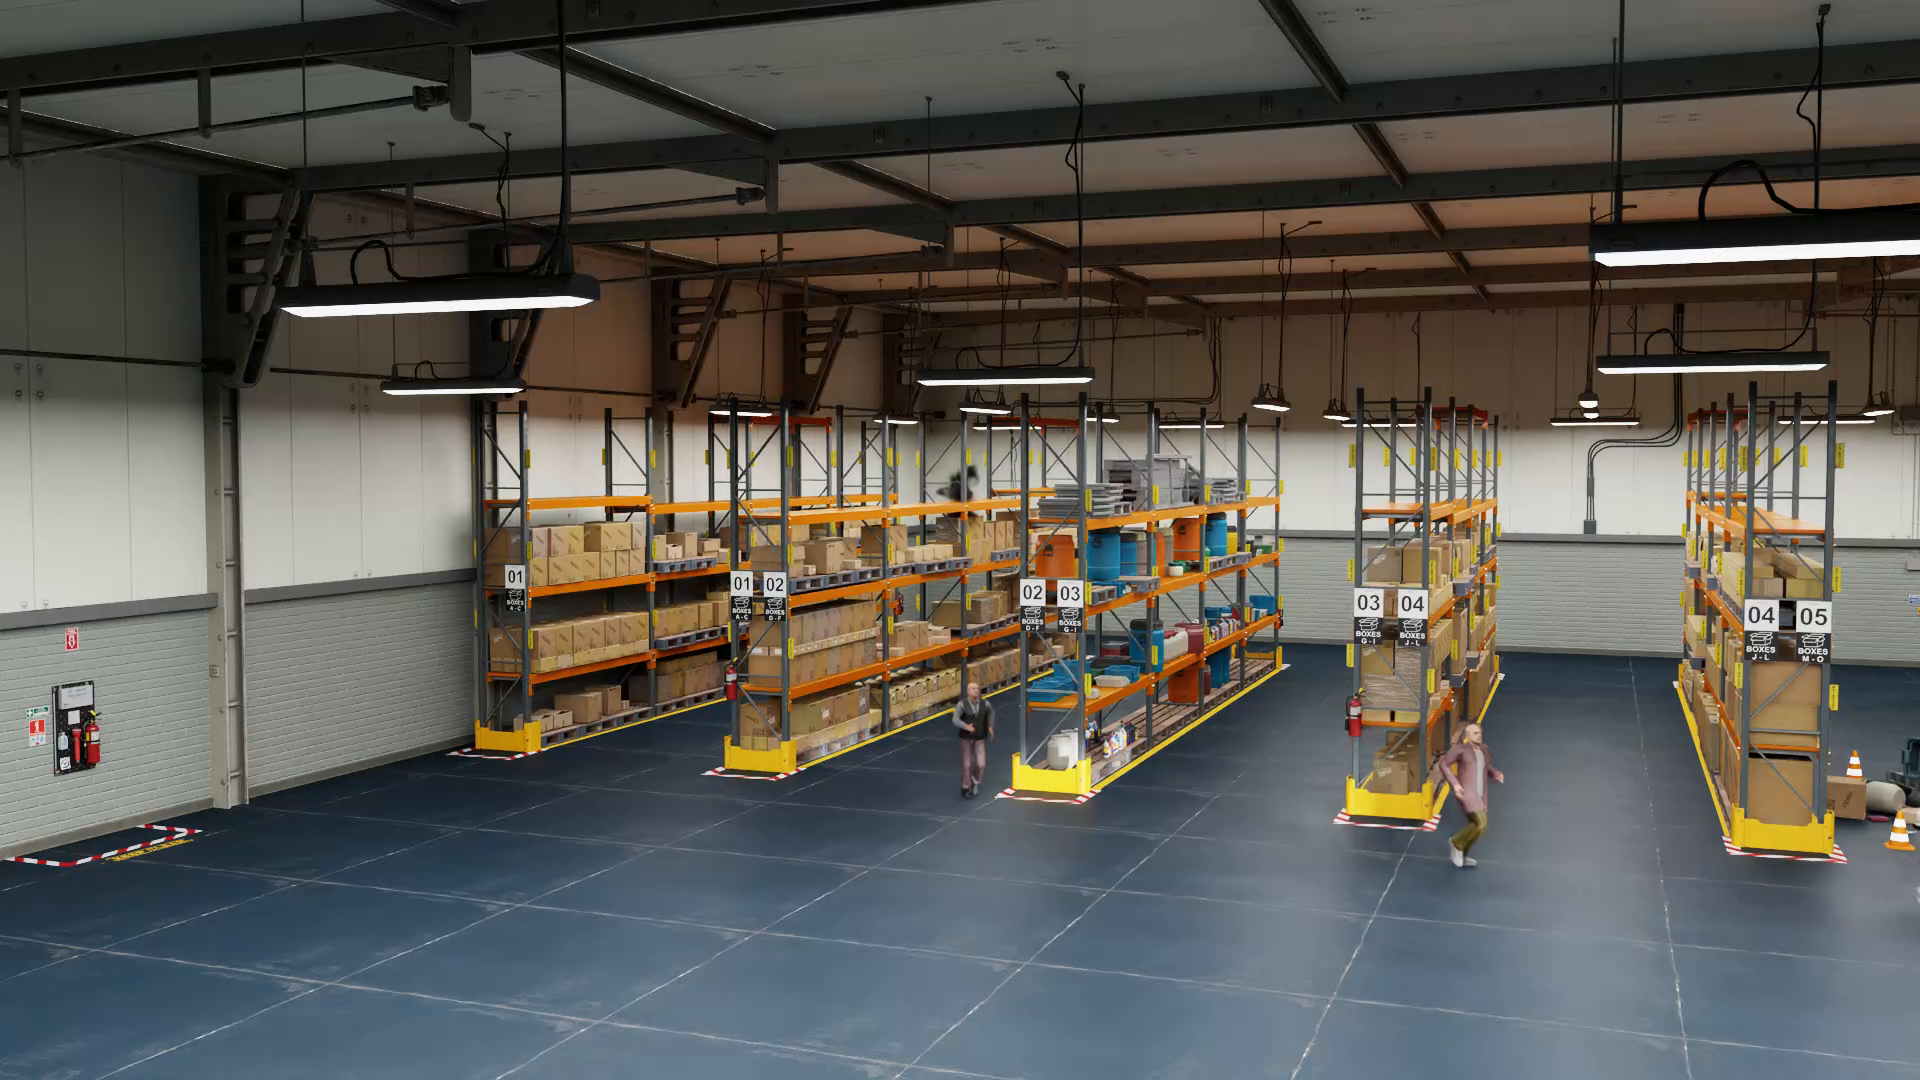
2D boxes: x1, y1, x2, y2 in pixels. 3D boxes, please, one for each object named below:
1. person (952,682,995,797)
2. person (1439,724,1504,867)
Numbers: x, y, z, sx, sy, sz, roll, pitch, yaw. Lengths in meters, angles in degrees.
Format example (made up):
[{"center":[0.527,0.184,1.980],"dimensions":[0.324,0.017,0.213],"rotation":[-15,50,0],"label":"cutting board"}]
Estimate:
[{"center":[0.219,2.954,24.558],"dimensions":[0.683,1.692,0.621],"rotation":[0,3,-8],"label":"person"},{"center":[6.308,3.130,20.349],"dimensions":[0.681,1.751,0.683],"rotation":[-2,3,-30],"label":"person"}]
